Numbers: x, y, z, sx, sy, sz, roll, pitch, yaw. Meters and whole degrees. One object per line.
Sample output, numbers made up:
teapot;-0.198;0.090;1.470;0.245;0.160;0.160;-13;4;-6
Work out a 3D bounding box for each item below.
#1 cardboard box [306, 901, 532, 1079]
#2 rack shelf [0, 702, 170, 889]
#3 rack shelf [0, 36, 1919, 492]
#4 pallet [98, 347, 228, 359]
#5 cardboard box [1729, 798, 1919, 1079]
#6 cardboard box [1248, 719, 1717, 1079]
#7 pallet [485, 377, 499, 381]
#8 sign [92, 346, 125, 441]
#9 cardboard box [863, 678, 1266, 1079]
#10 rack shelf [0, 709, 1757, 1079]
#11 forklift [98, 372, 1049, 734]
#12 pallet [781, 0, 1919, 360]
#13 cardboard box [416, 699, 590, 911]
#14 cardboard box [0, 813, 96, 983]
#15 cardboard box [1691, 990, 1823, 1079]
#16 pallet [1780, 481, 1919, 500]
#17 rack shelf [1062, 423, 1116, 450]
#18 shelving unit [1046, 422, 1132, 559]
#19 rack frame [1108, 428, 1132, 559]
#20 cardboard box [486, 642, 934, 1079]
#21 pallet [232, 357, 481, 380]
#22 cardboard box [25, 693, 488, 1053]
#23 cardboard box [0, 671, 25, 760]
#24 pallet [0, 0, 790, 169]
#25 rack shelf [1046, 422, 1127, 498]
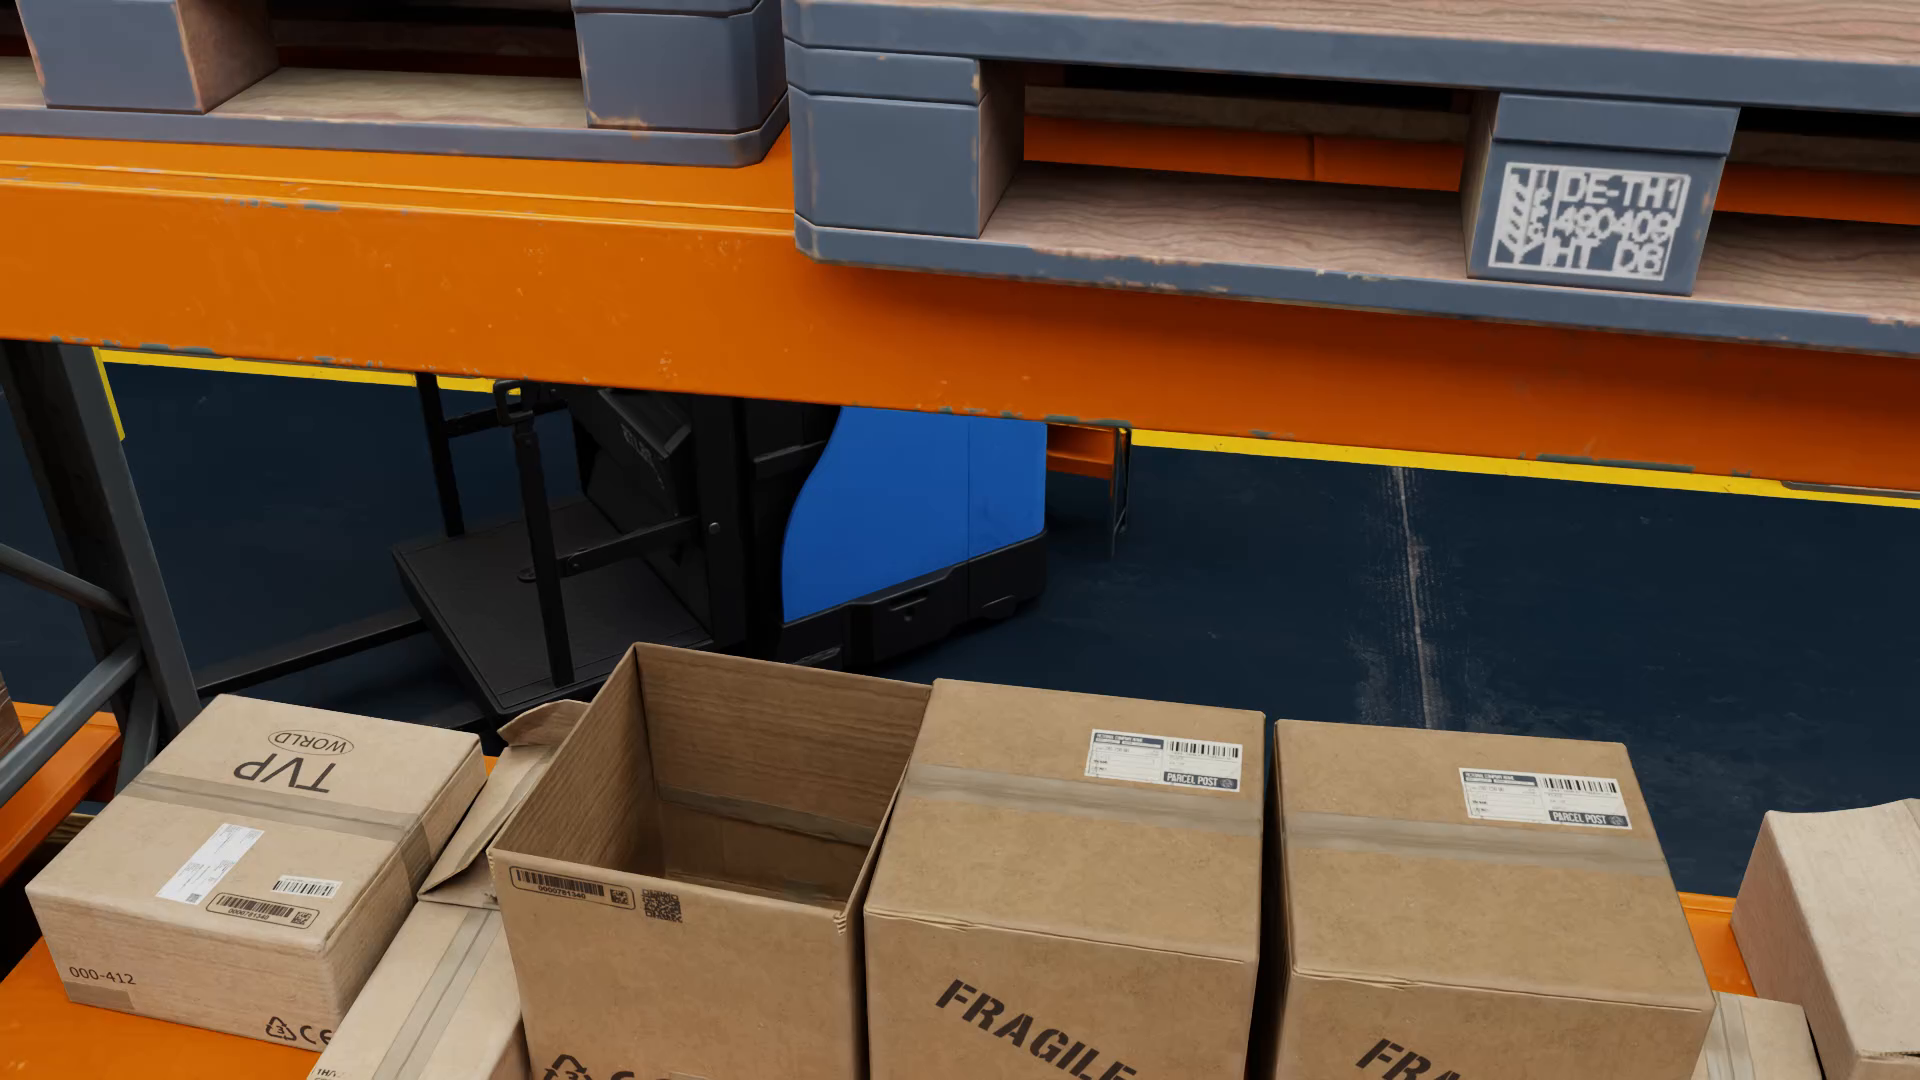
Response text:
cardboard box;-0.764;0.736;2.483;0.250;0.149;0.380;5;32;8
rack shelf;-3.575;0.570;3.190;4.000;0.370;1.077;5;32;8
rack shelf;0.368;-0.344;1.824;4.000;0.370;1.077;5;32;8
pallet;-3.847;-1.225;8.007;1.213;0.211;1.003;5;32;8
cardboard box;1.491;0.658;2.456;0.500;0.311;0.500;5;32;8
cardboard box;0.683;0.617;2.342;0.500;0.500;0.500;3;32;6
pallet;-1.441;-1.007;7.659;1.213;0.211;1.003;5;32;8
sign;-1.521;-0.298;2.882;0.005;0.325;0.100;5;32;8
cardboard box;0.164;0.570;2.418;0.500;0.500;0.500;5;32;8
rack shelf;0.368;0.927;2.619;4.000;0.370;1.077;5;32;8
forklift;-1.211;-0.813;4.787;3.031;2.935;1.130;-19;37;-27
pallet;0.553;-0.503;1.577;1.213;0.211;1.003;7;33;10
cardboard box;-0.706;0.483;2.777;0.258;0.266;0.396;4;32;7
cardboard box;-2.008;0.908;3.461;0.500;0.500;0.500;5;32;8
cardboard box;1.073;0.823;2.345;0.250;0.149;0.380;8;33;12
pallet;3.934;-0.498;6.847;1.213;0.211;1.003;5;32;8
rack shelf;0.357;-0.481;6.015;0.480;0.148;0.258;9;33;15
shelving unit;0.357;-0.538;5.979;0.503;1.200;0.258;9;33;15
rack frame;0.590;-0.500;5.917;0.015;1.200;0.240;9;33;15
cardboard box;-0.330;0.526;2.489;0.500;0.500;0.500;7;33;12
pallet;-2.648;-1.114;7.831;1.213;0.211;1.003;5;32;8
cardboard box;-1.110;0.529;2.720;0.500;0.250;0.500;7;33;11
cardboard box;-2.042;0.365;2.745;0.500;0.500;0.700;4;32;7
pallet;-0.732;-0.675;1.854;1.217;0.209;0.805;4;32;6
rack shelf;0.357;-0.313;6.120;0.480;0.148;0.258;9;33;15
